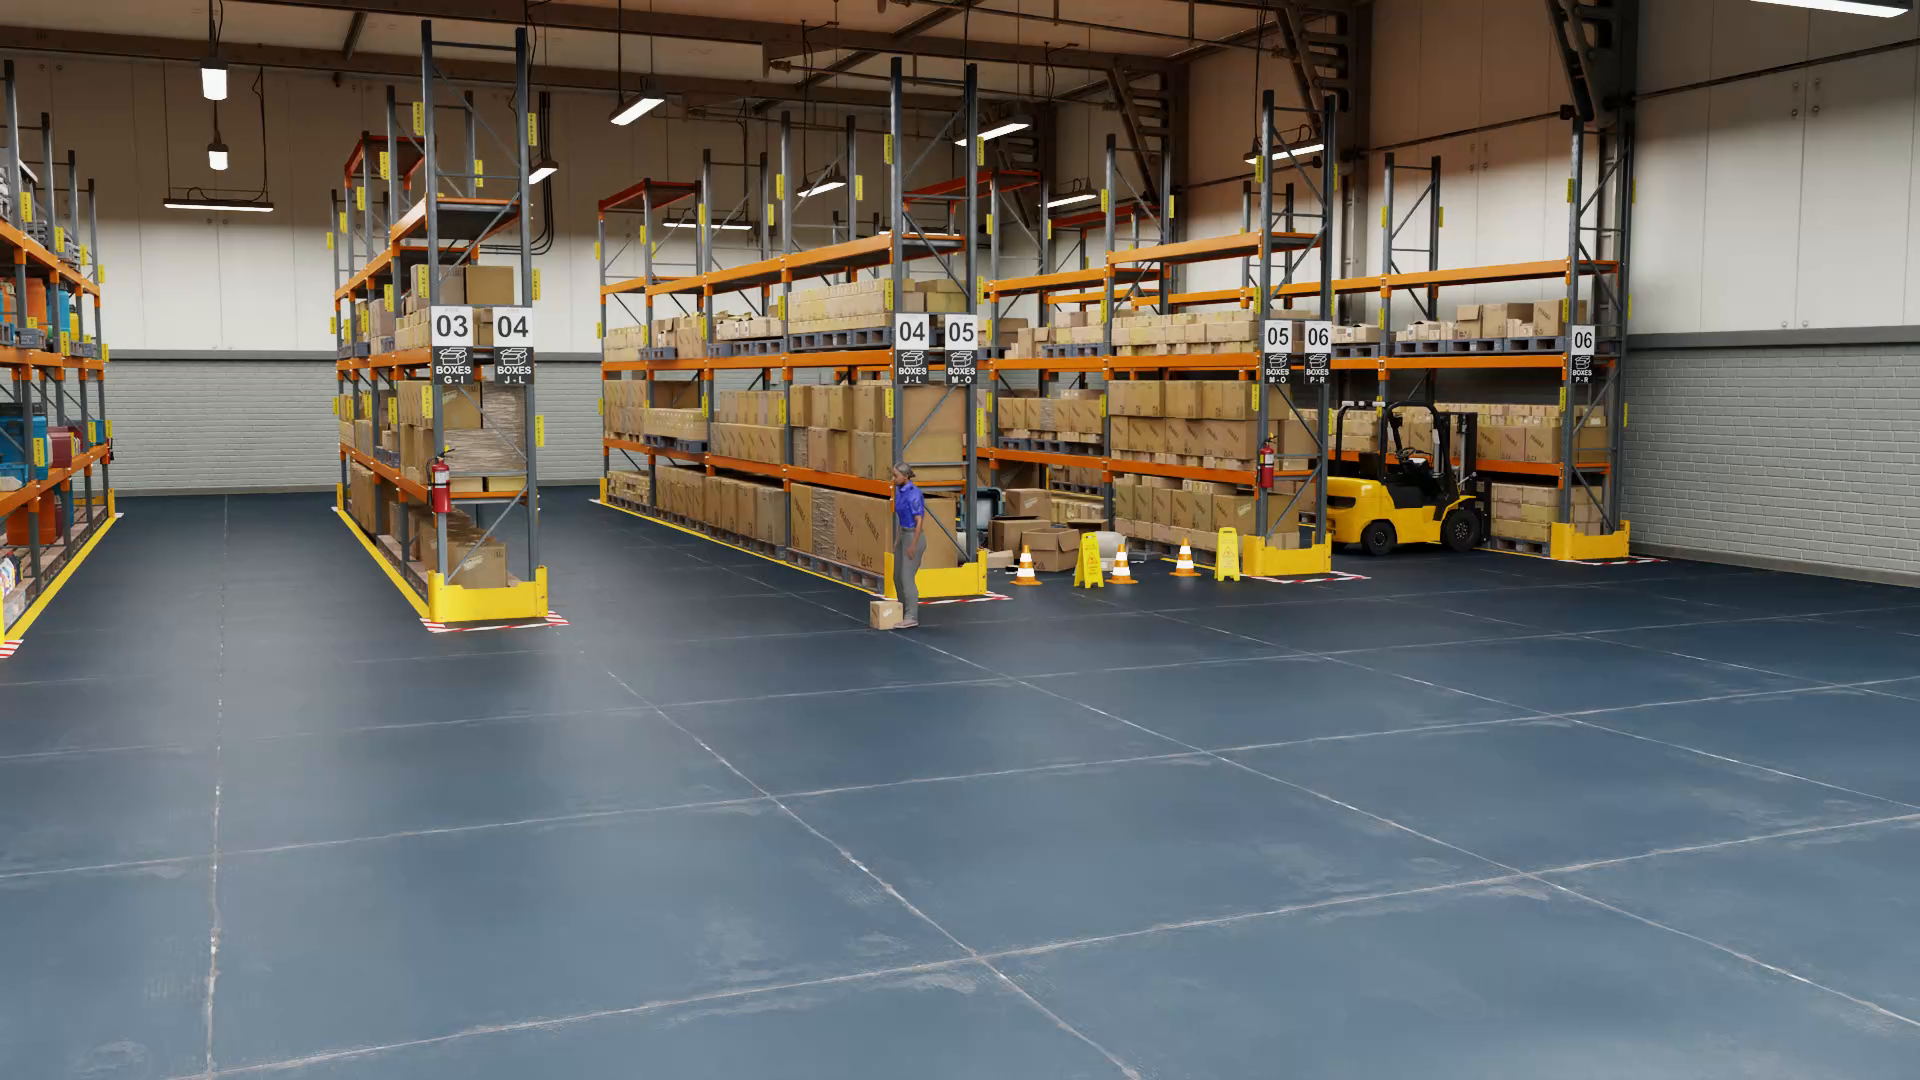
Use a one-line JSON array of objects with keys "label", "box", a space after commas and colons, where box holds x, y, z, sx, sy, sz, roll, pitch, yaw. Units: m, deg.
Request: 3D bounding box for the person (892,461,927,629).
[{"label": "person", "box": [-0.547, 0.040, 16.616, 0.392, 1.655, 0.505, -2, 6, -23]}]
